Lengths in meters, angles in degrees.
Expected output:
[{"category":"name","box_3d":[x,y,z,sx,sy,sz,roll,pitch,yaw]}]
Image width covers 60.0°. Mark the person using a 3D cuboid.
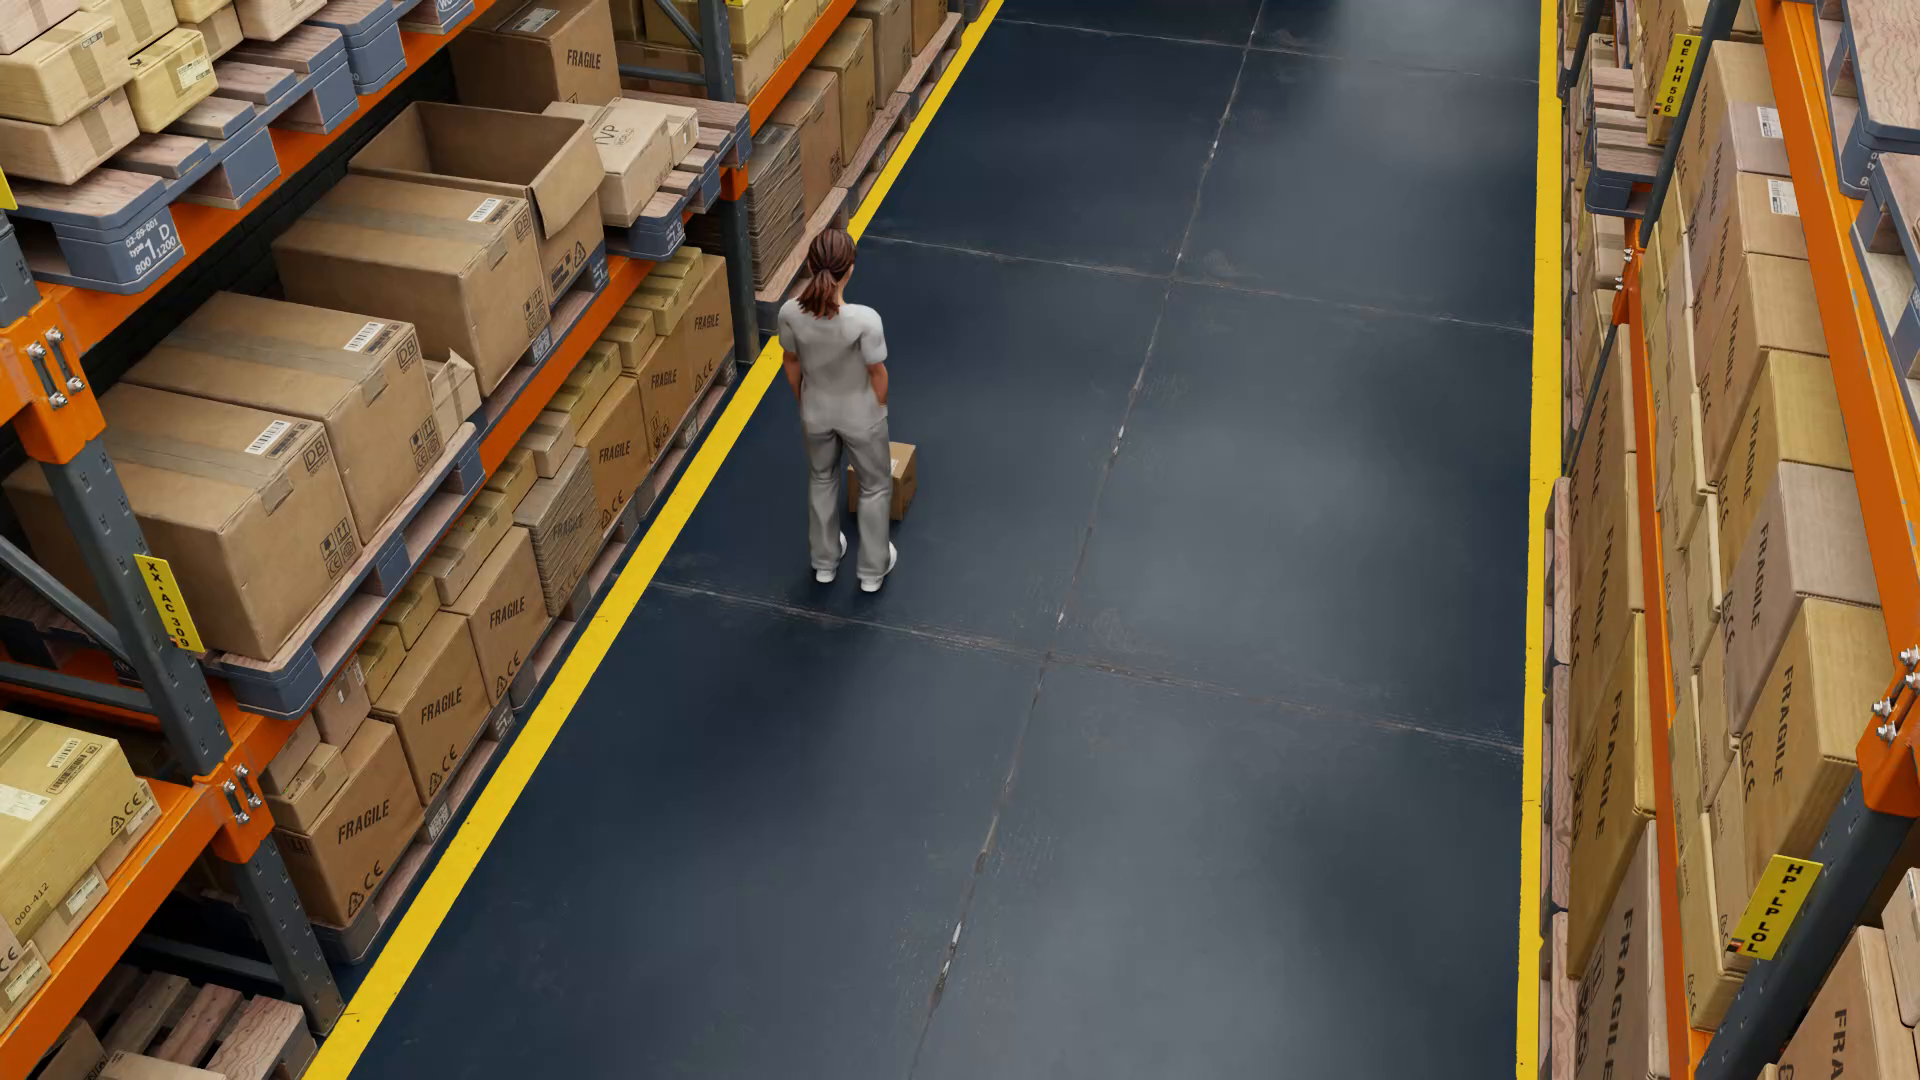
[{"category":"person","box_3d":[-0.496,-0.494,6.748,0.445,1.653,0.355,10,42,12]}]
